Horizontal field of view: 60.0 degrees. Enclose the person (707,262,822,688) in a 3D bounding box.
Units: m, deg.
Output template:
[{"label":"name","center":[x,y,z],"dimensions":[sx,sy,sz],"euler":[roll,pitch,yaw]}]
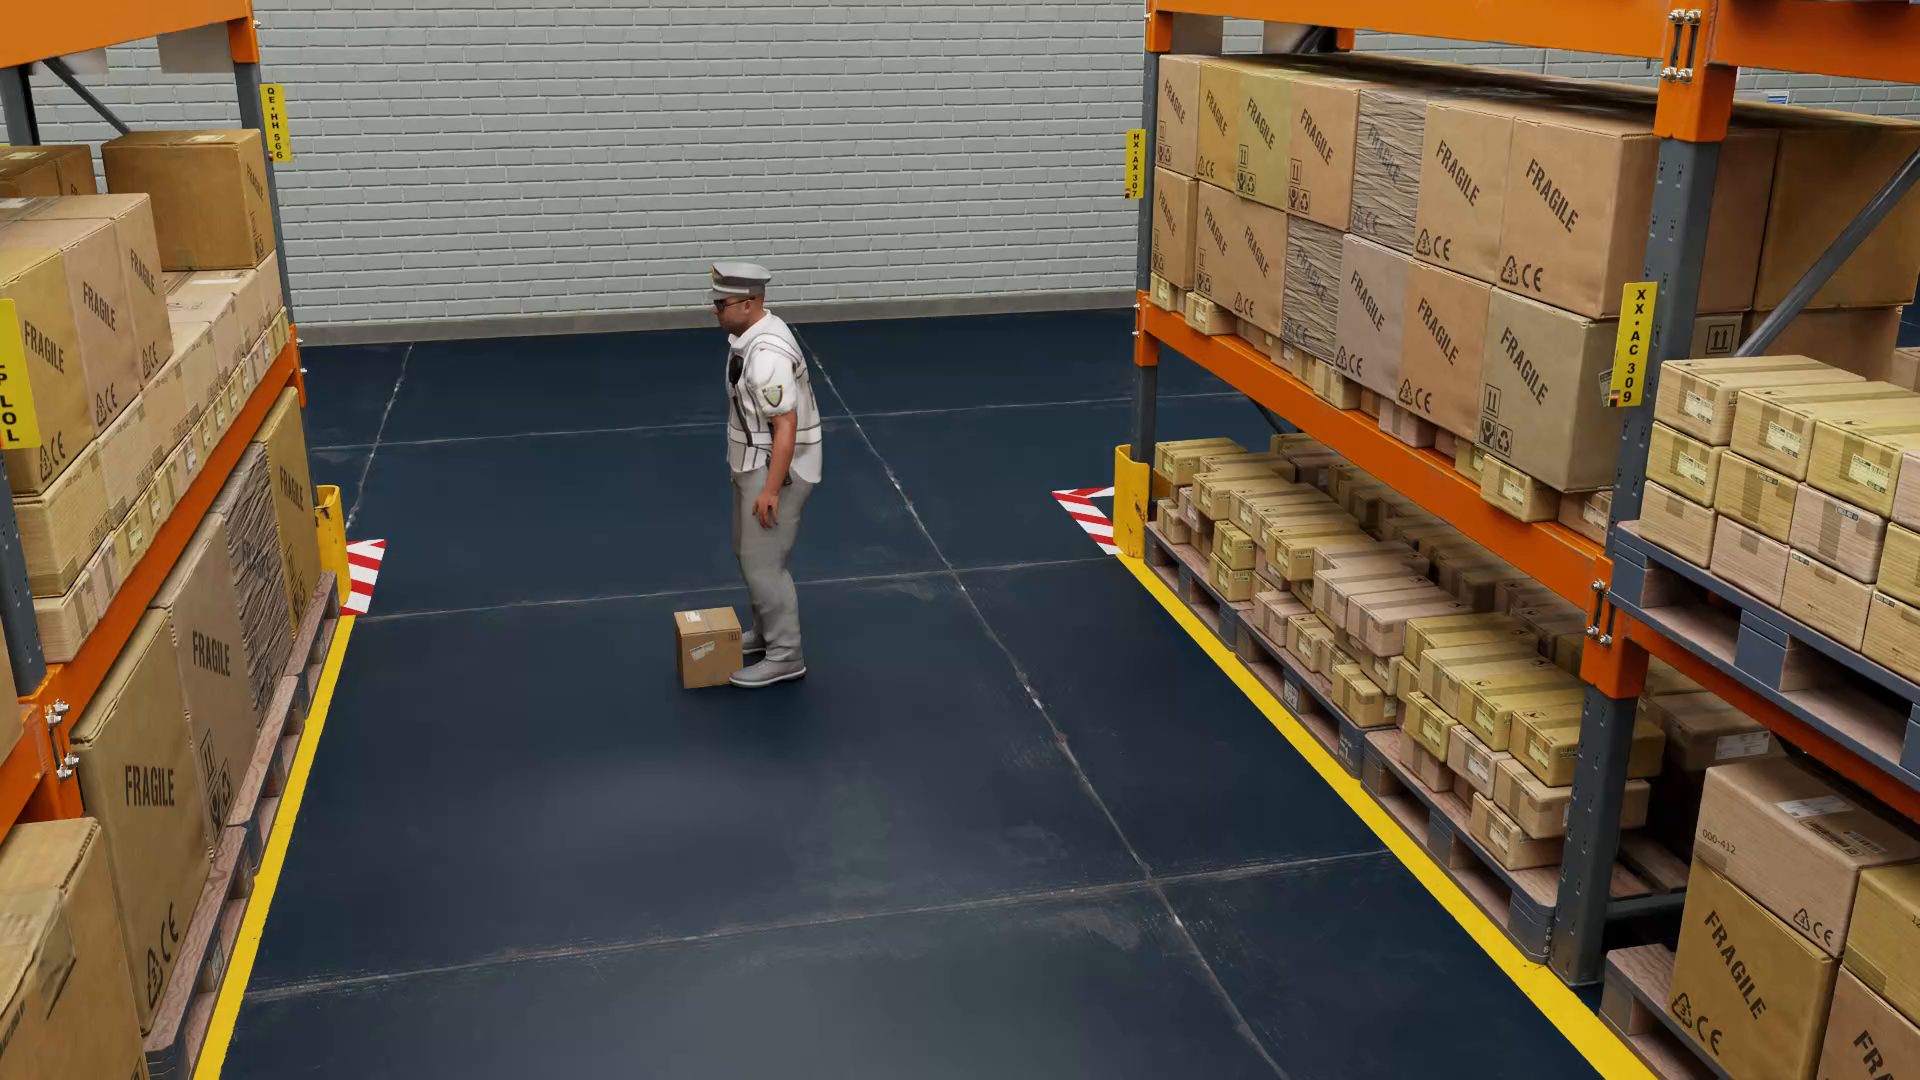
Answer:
[{"label":"person","center":[-0.794,-0.278,6.841],"dimensions":[0.432,1.750,0.606],"euler":[-6,20,-16]}]
